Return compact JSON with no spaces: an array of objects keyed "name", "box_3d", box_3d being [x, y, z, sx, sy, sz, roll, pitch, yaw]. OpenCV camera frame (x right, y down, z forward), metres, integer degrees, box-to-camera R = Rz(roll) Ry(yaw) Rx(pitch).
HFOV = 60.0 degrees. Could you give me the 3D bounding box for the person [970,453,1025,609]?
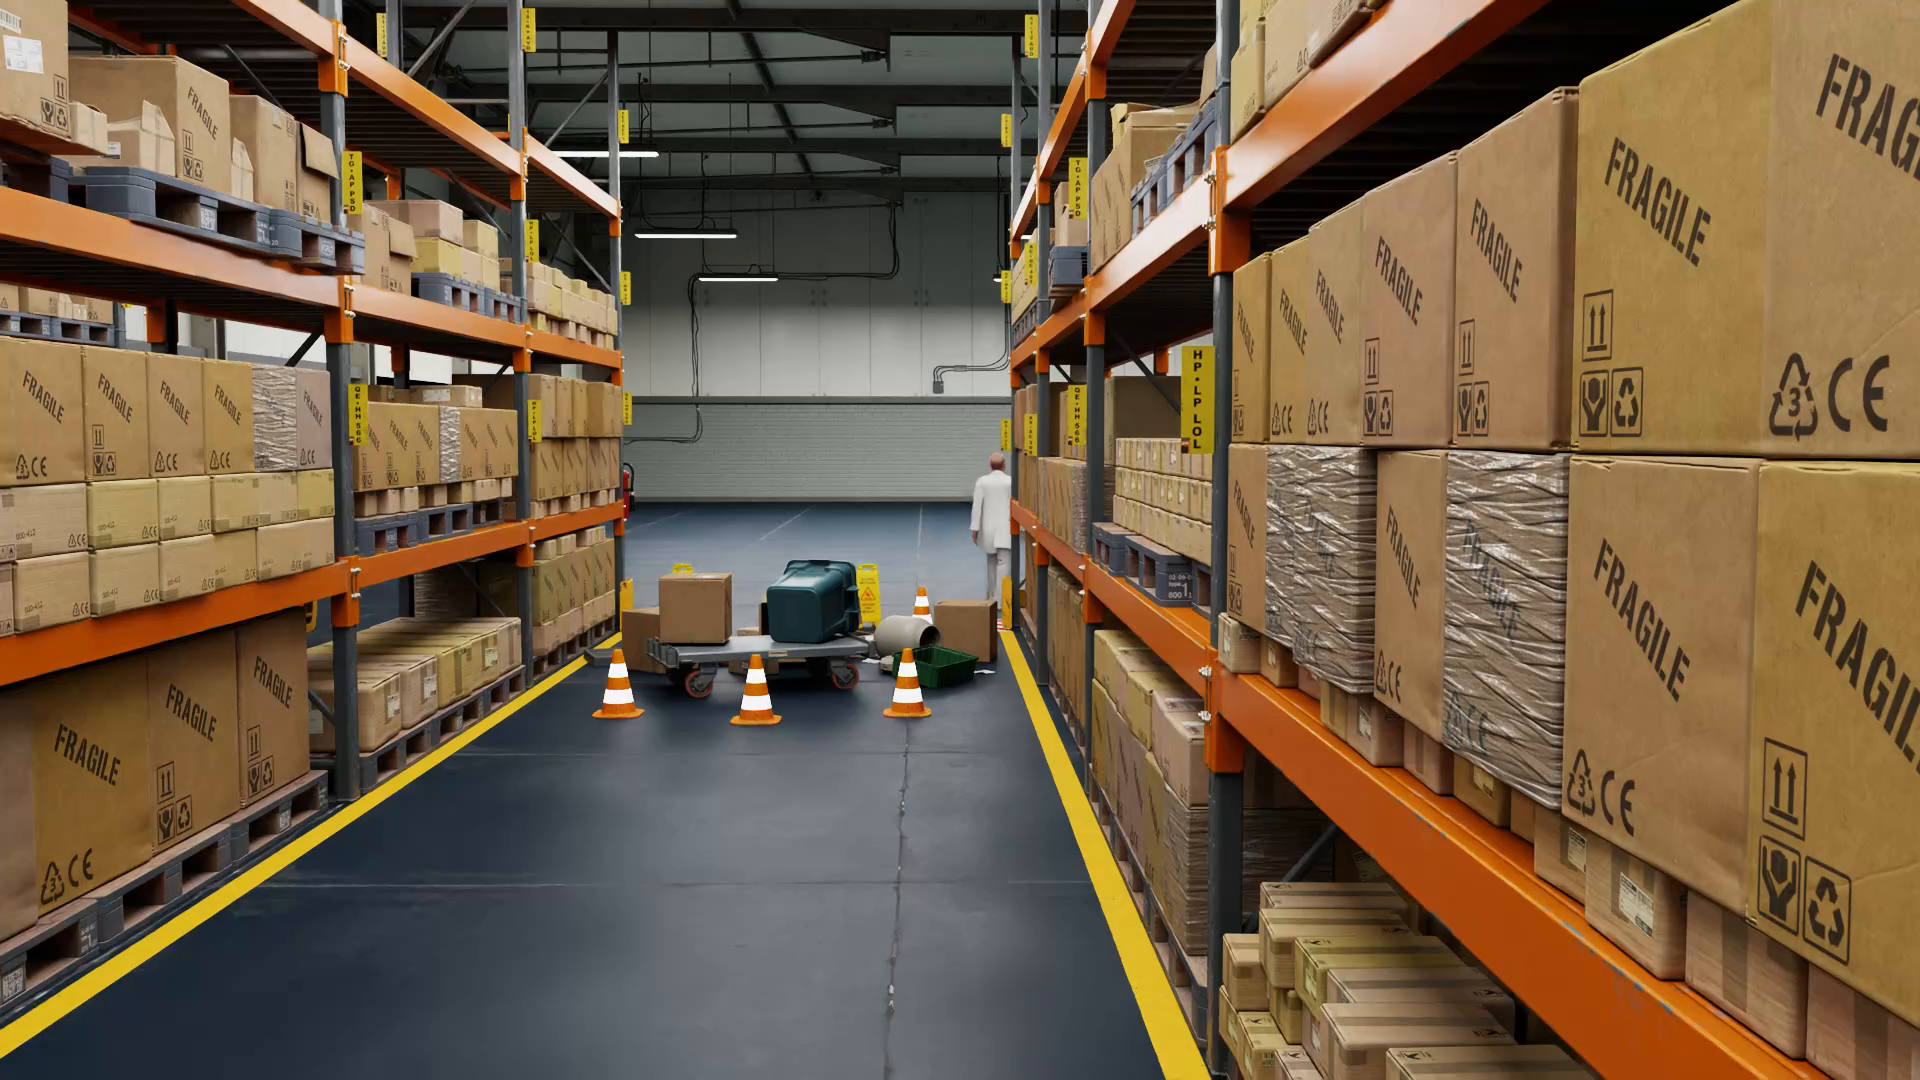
[{"name":"person","box_3d":[0.473,-0.116,18.897,0.628,1.758,0.898,1,4,17]}]
